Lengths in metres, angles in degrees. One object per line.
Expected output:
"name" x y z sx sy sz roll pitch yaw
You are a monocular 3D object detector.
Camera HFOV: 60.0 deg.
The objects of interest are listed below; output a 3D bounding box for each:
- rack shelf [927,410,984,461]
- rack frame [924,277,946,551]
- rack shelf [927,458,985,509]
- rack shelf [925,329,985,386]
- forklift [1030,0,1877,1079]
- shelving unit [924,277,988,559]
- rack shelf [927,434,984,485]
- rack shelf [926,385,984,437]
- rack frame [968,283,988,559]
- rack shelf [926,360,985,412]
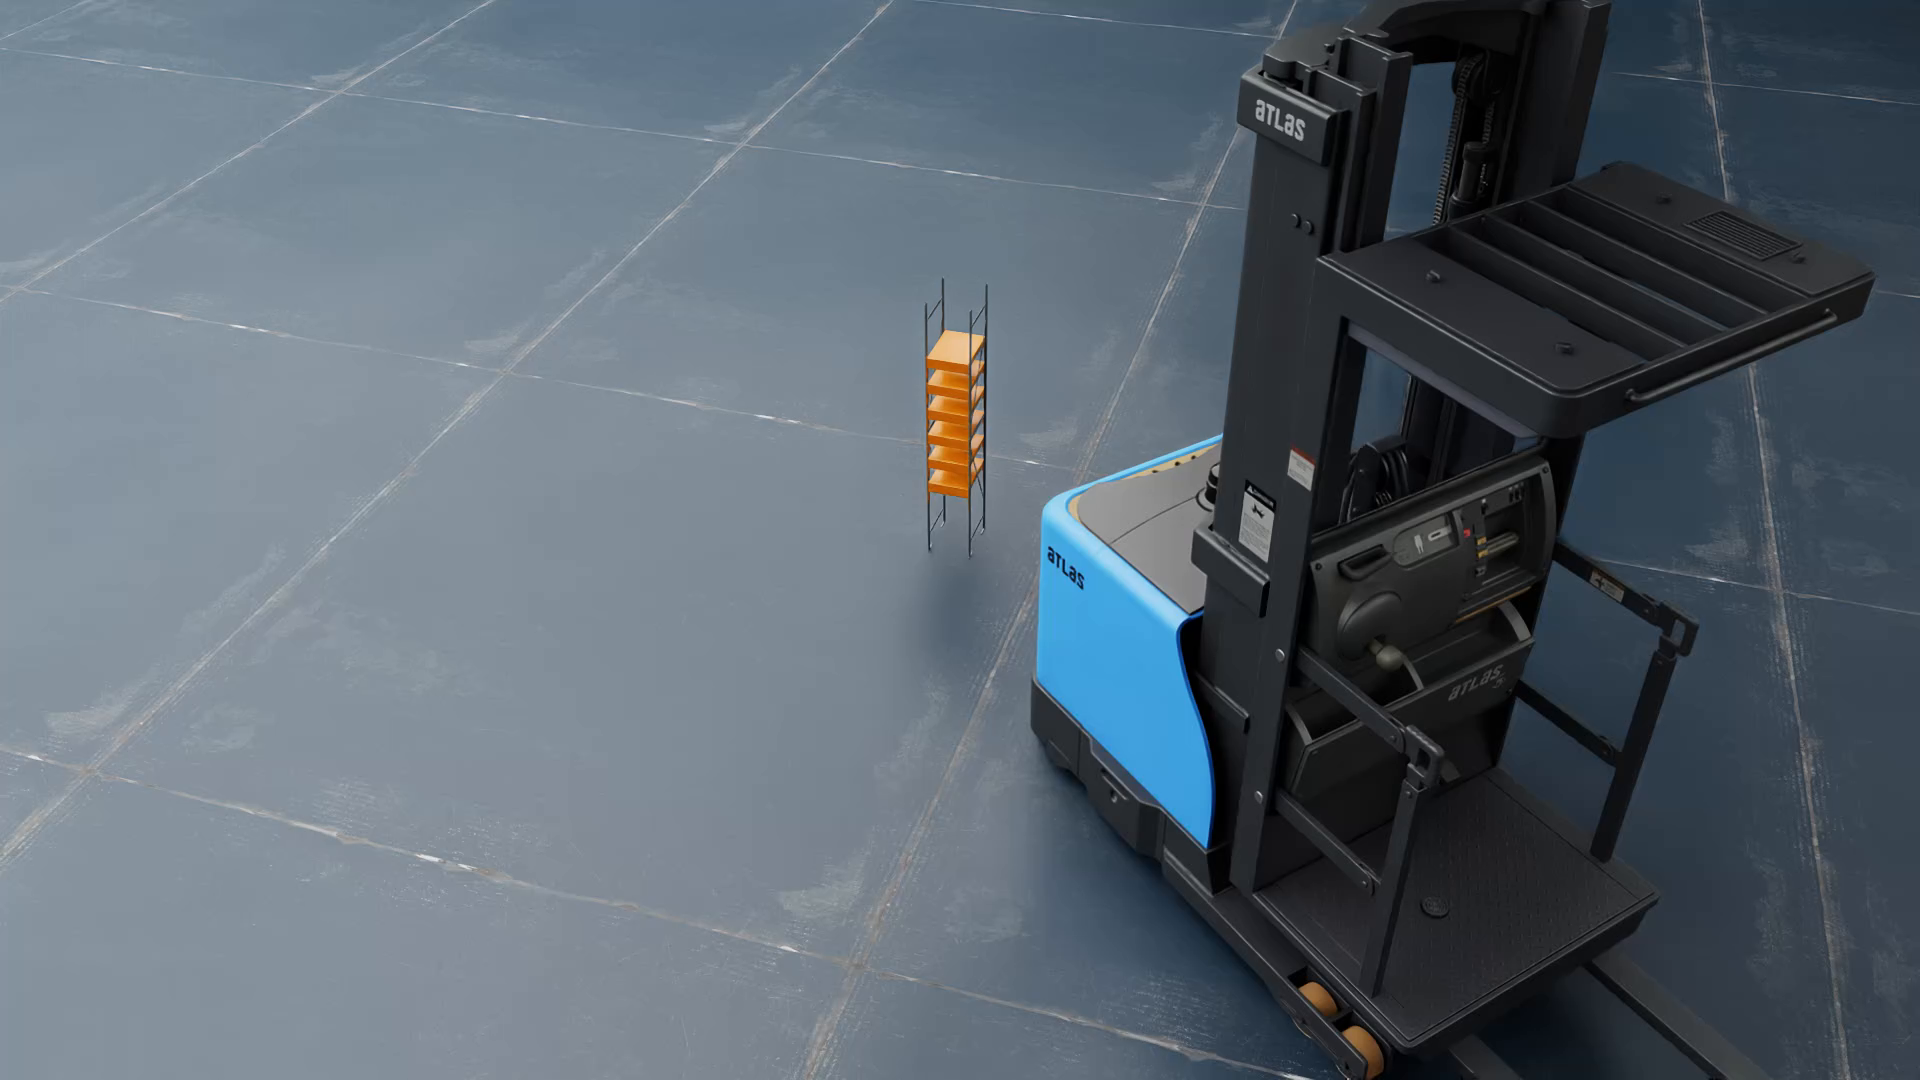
"rack shelf" -0.014 -0.450 6.924 0.180 0.103 0.258 10 38 14
"rack frame" -0.101 -0.502 6.920 0.006 1.200 0.240 10 38 14
"rack shelf" -0.014 -0.257 7.066 0.180 0.103 0.258 10 38 14
"rack shelf" -0.014 -0.740 6.711 0.180 0.103 0.258 10 38 14
"forklift" 1.470 0.136 4.592 1.130 2.935 3.031 -20 41 -25
"shelving unit" -0.014 -0.486 6.898 0.189 1.200 0.258 10 38 14
"rack shelf" -0.014 -0.353 6.995 0.180 0.103 0.258 10 38 14
"rack shelf" -0.014 -0.547 6.853 0.180 0.103 0.258 10 38 14
"rack frame" 0.074 -0.470 6.876 0.006 1.200 0.240 10 38 14
"rack shelf" -0.014 -0.643 6.782 0.180 0.103 0.258 10 38 14
